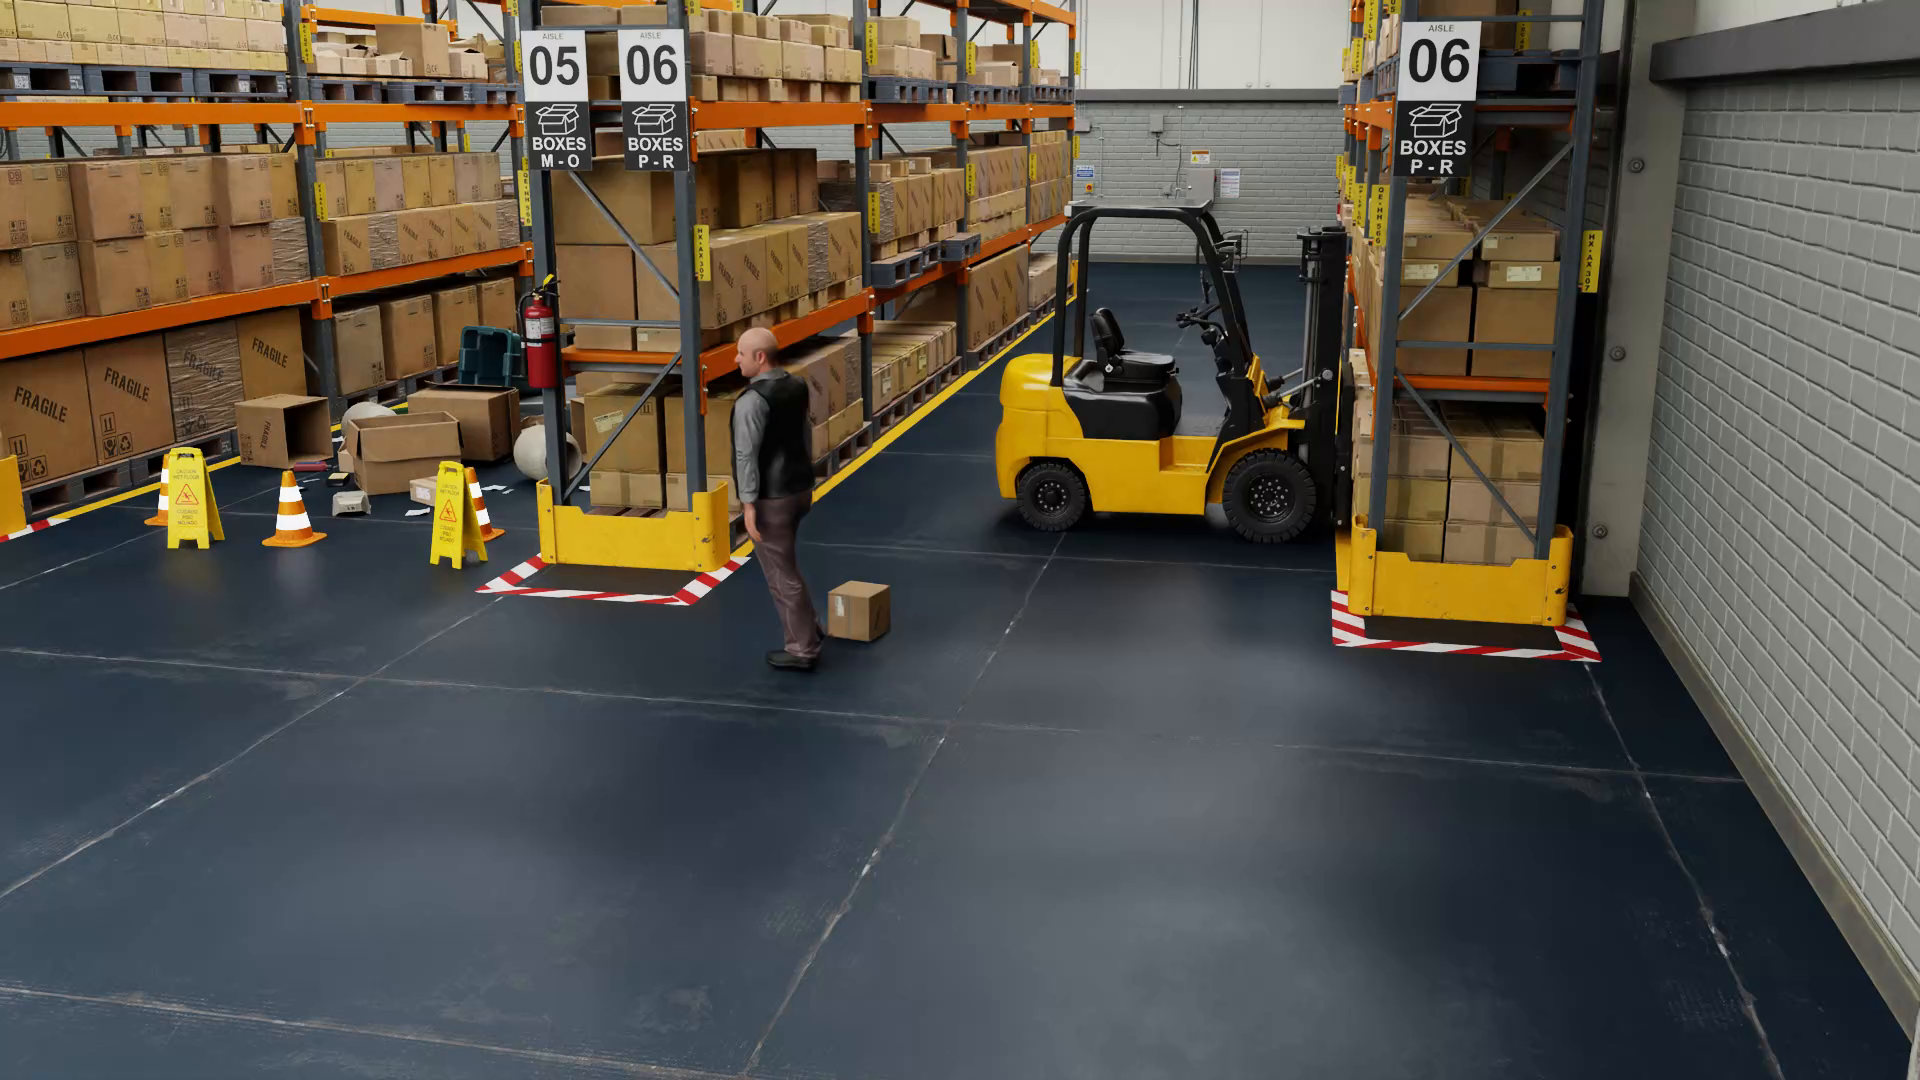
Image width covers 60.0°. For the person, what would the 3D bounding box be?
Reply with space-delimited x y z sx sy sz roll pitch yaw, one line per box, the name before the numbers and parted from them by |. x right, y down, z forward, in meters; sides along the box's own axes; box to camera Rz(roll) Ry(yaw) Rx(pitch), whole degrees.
person | -0.896 -0.206 8.298 0.473 1.714 0.648 7 16 26
